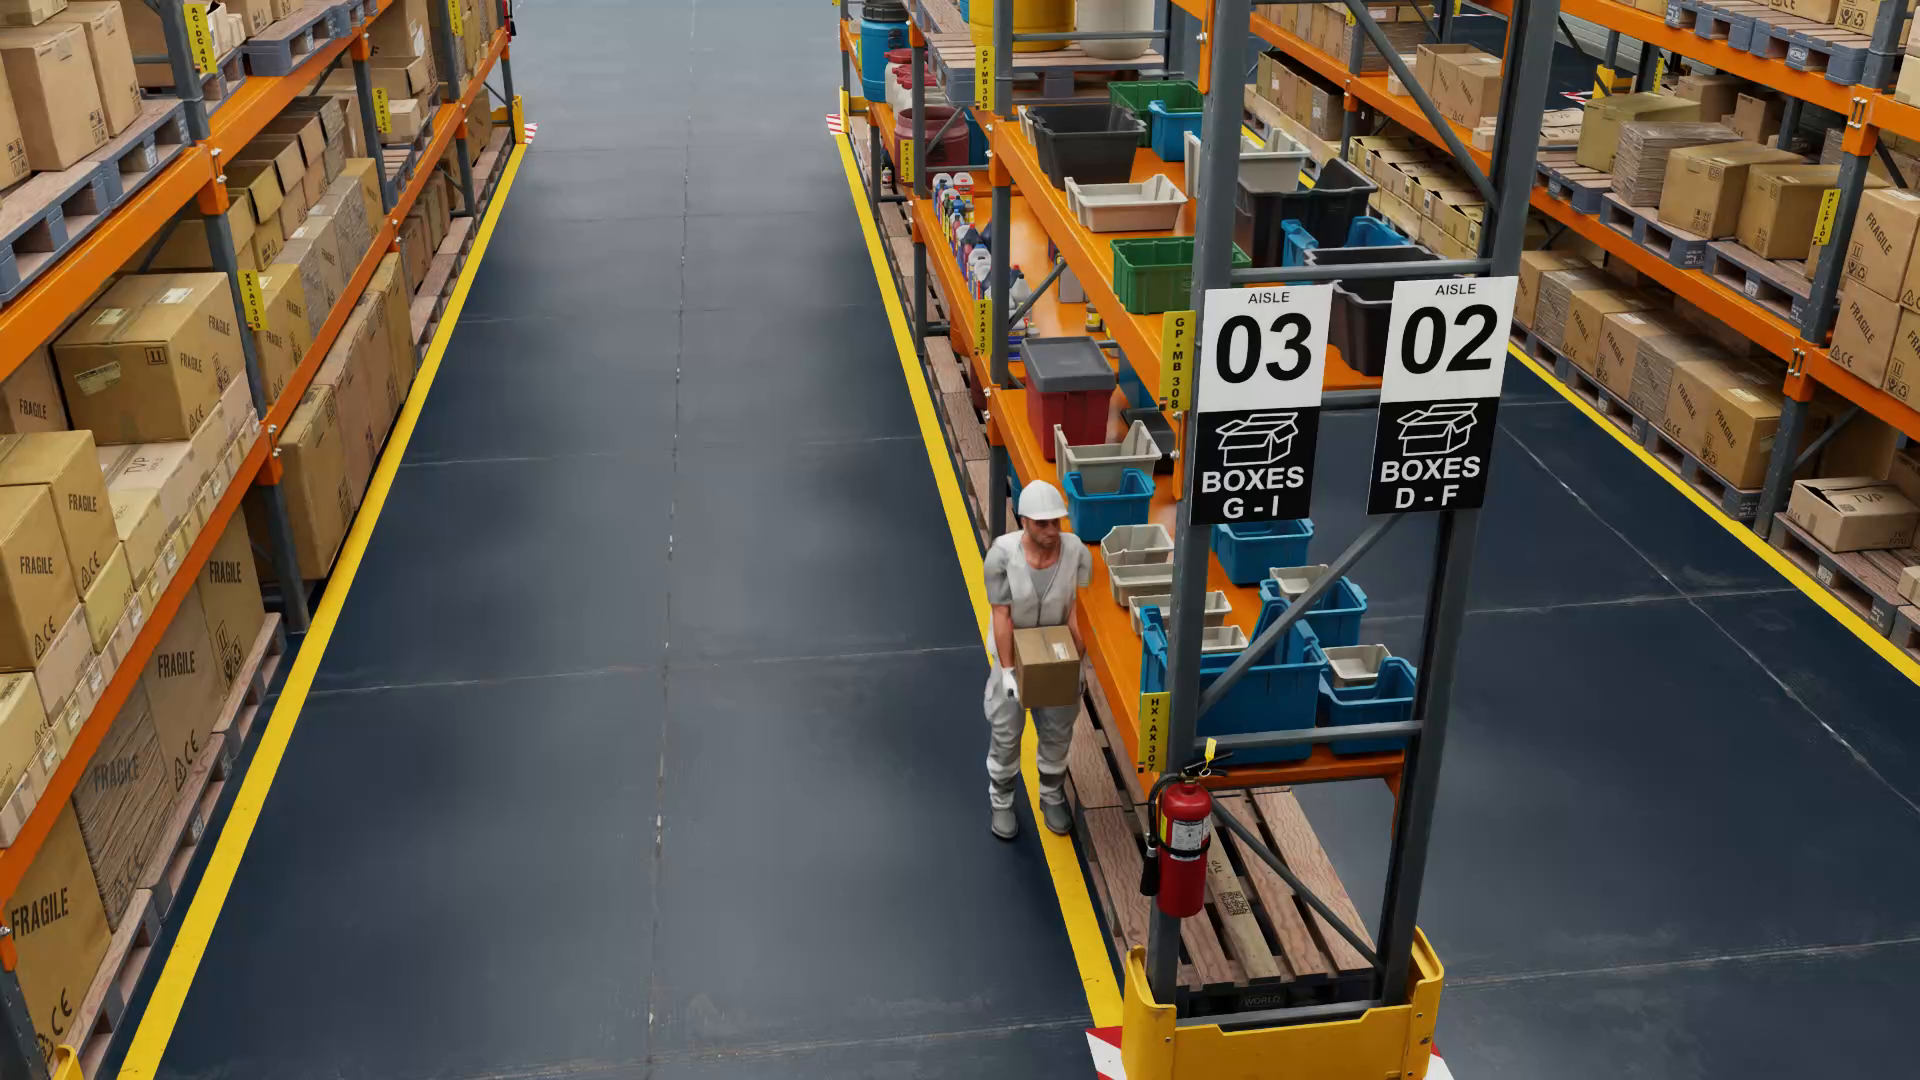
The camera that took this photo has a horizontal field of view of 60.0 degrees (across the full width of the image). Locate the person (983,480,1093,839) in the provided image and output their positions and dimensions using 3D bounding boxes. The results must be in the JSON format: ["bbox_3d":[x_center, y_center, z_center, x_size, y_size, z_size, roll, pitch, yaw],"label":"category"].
[{"bbox_3d":[0.356,0.570,7.472,0.495,1.781,0.564,-4,27,-8],"label":"person"}]
